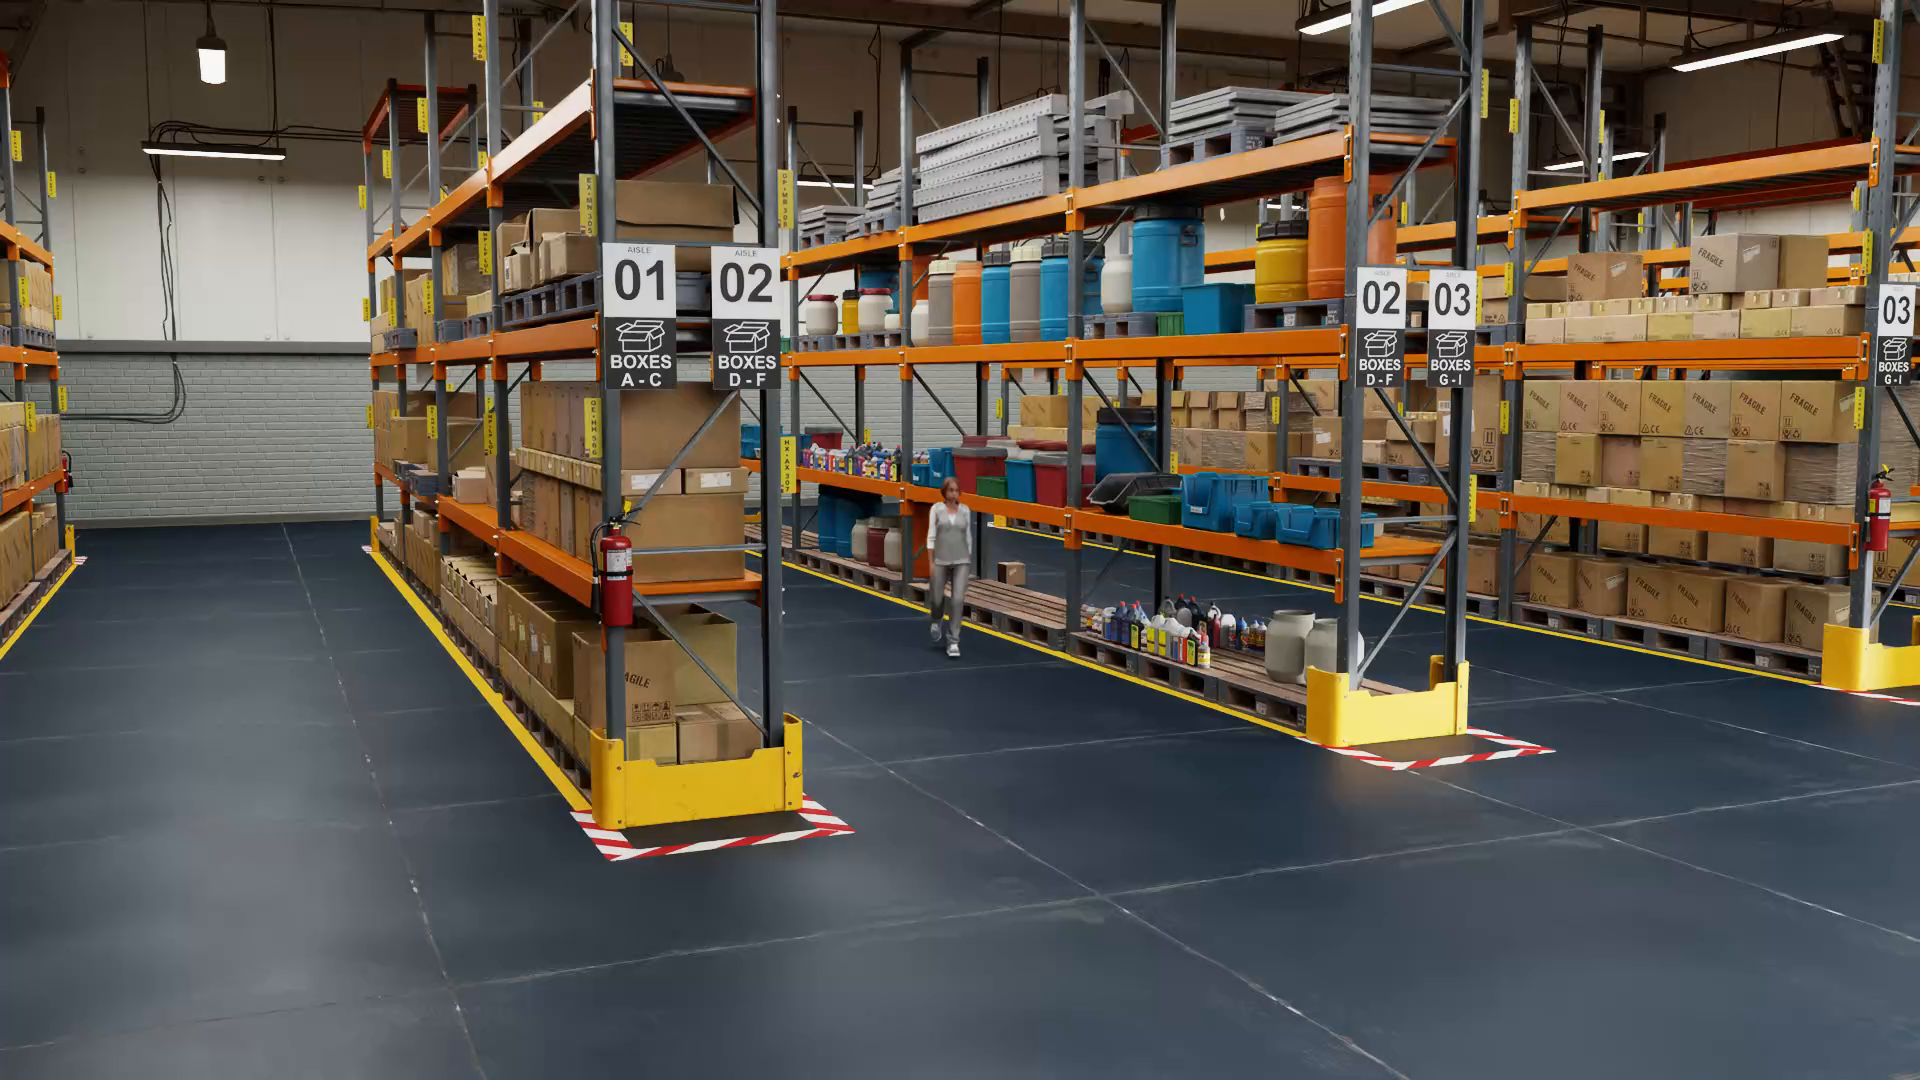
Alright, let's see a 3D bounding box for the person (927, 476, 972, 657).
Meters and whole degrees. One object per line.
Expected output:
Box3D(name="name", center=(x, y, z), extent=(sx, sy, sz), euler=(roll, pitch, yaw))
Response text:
Box3D(name="person", center=(-0.096, 0.220, 14.838), extent=(0.410, 1.583, 0.614), euler=(-1, 6, -6))
